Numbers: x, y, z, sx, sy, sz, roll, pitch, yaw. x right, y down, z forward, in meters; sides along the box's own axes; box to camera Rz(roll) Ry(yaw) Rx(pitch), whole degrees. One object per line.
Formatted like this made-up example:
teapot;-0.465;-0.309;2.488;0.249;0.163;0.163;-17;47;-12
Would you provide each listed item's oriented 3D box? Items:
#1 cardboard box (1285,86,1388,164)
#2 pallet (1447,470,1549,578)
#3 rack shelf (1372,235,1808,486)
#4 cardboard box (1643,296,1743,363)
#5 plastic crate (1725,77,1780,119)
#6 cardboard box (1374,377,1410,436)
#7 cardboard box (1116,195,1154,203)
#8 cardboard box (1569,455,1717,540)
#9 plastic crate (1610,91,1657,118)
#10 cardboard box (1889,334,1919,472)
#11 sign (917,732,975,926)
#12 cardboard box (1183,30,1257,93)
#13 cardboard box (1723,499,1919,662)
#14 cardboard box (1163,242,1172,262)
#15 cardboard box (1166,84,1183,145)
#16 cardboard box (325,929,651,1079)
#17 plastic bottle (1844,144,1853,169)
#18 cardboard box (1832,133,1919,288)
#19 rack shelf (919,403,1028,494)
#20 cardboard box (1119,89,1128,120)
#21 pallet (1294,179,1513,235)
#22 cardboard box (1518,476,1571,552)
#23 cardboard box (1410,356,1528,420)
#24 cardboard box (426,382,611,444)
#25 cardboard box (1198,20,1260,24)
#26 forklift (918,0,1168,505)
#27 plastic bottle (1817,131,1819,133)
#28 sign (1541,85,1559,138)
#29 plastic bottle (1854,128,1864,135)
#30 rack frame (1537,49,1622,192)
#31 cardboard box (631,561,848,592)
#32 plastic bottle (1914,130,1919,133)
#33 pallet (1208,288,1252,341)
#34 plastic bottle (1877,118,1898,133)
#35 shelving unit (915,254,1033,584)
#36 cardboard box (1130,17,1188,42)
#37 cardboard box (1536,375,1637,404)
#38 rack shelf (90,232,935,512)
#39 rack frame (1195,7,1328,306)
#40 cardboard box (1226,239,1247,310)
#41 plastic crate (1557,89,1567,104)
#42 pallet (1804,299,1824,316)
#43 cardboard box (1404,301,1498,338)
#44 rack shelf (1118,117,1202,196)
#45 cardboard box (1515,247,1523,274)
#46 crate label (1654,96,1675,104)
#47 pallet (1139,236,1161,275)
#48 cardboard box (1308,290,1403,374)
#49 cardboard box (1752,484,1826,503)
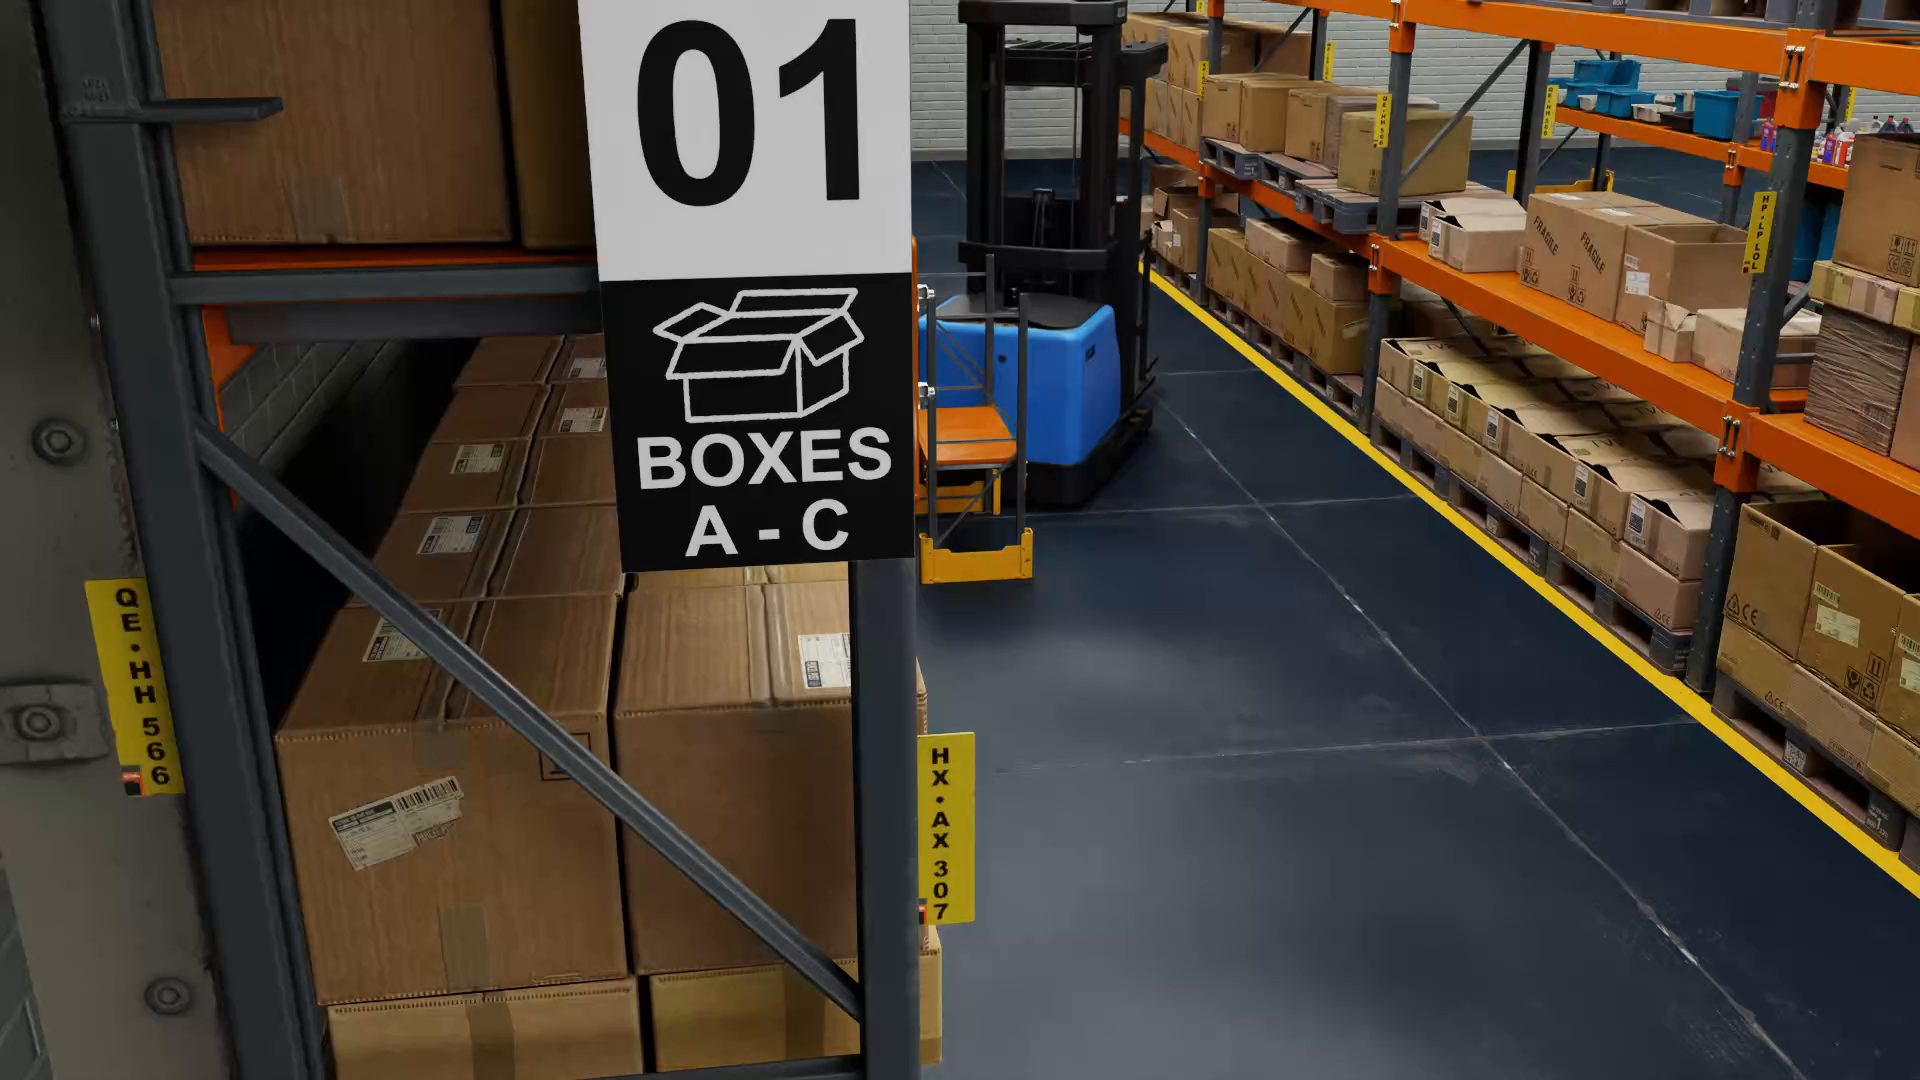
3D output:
cardboard box;2.923;-3.168;12.668;0.700;0.500;0.500;-8;22;-21
pallet;3.436;-0.133;9.271;1.003;0.211;1.213;-3;21;-8
rack shelf;3.472;-1.119;8.952;1.077;0.370;4.000;-3;21;-8
cardboard box;3.452;-0.995;7.786;0.396;0.266;0.258;-3;21;-9
plastic crate;7.629;-4.161;15.893;0.402;0.464;0.583;-3;21;-8
cardboard box;2.969;-0.860;10.563;0.500;0.250;0.500;-3;21;-8
cardboard box;1.900;-3.460;17.494;0.500;0.250;0.500;-3;21;-8
cardboard box;3.337;-0.240;8.100;0.500;0.311;0.500;-2;21;-6
plastic crate;6.876;-4.454;17.008;0.416;0.233;0.300;-3;21;-8
cardboard box;3.913;-0.474;6.056;0.700;0.500;0.500;-3;21;-8
sign;-0.027;0.440;2.514;0.100;0.325;0.005;-3;21;-8
cardboard box;2.278;-4.210;14.630;0.500;0.500;0.500;-3;21;-7
cardboard box;3.517;0.153;6.776;0.500;0.500;0.500;-3;21;-8
cardboard box;2.131;-2.713;15.639;0.380;0.149;0.250;-3;21;-8
cardboard box;2.206;-3.918;15.277;0.500;0.500;0.500;-2;21;-6
cardboard box;-0.824;0.782;3.022;0.500;0.250;0.500;-3;21;-7
plastic bottle;7.322;-3.147;13.638;0.097;0.201;0.097;0;20;0
cardboard box;3.831;-1.264;6.317;0.700;0.500;0.500;-3;21;-7
rack shelf;0.012;-0.505;8.938;0.538;0.185;1.000;-3;21;-8
cardboard box;1.913;-4.619;17.154;0.500;0.500;0.500;-3;21;-8
pallet;3.017;-2.289;11.333;1.213;0.211;1.003;-3;21;-8
cardboard box;3.268;-0.153;8.668;0.500;0.250;0.500;-2;21;-7
cardboard box;3.053;-0.942;9.979;0.500;0.311;0.500;-3;21;-9
cardboard box;-1.057;-0.098;4.305;0.500;0.500;0.500;-3;21;-7
cardboard box;2.594;-4.761;16.104;0.500;0.500;0.500;-2;21;-6
forklift;0.655;-2.056;10.532;1.130;2.935;3.031;7;21;17
plastic bottle;7.252;-3.417;14.256;0.152;0.276;0.135;-3;21;-8
sign;3.733;-2.720;10.556;0.100;0.325;0.005;-3;21;-8
plastic bottle;7.930;-3.529;14.663;0.097;0.201;0.097;0;20;0
rack frame;6.933;-5.166;18.762;1.000;3.000;0.127;-3;21;-8
cardboard box;-0.397;0.231;3.426;0.500;0.500;0.500;-3;21;-8
plastic bottle;8.011;-3.302;13.947;0.152;0.276;0.135;-3;21;-8
pallet;2.762;-1.947;14.127;1.003;0.211;1.213;-3;21;-8
plastic bottle;7.850;-3.385;14.063;0.144;0.351;0.185;-3;21;-8
shelving unit;0.011;-0.676;8.883;0.587;1.500;1.083;-3;21;-8
cardboard box;1.984;-4.912;16.509;0.500;0.500;0.500;-3;21;-7
cardboard box;3.654;-0.796;9.588;0.500;0.311;0.500;-3;21;-8
rack shelf;-0.853;-0.888;4.047;1.077;0.370;4.000;-3;21;-8
rack frame;2.607;-3.533;14.388;1.000;3.000;0.127;-3;21;-8
cardboard box;2.524;-2.204;13.774;0.500;0.500;0.500;-3;21;-7
plastic crate;6.607;-4.854;18.215;0.250;0.136;0.298;-3;21;-8
pallet;7.759;-1.783;13.687;1.003;0.211;1.213;-3;21;-8
cardboard box;3.401;-1.355;11.501;0.500;0.500;0.500;-2;21;-5
rack shelf;2.319;-3.888;16.368;1.077;0.370;4.000;-3;21;-8
cardboard box;3.423;-1.592;9.549;0.380;0.149;0.250;-1;21;-4
crate label;7.321;-4.601;17.540;0.396;0.136;0.243;-3;21;-8
pallet;2.330;-2.888;16.646;1.003;0.211;1.213;-3;21;-8
cardboard box;2.817;-1.495;11.876;0.500;0.500;0.500;-2;21;-6
cardboard box;3.947;-0.090;7.698;0.500;0.311;0.500;-3;21;-8
